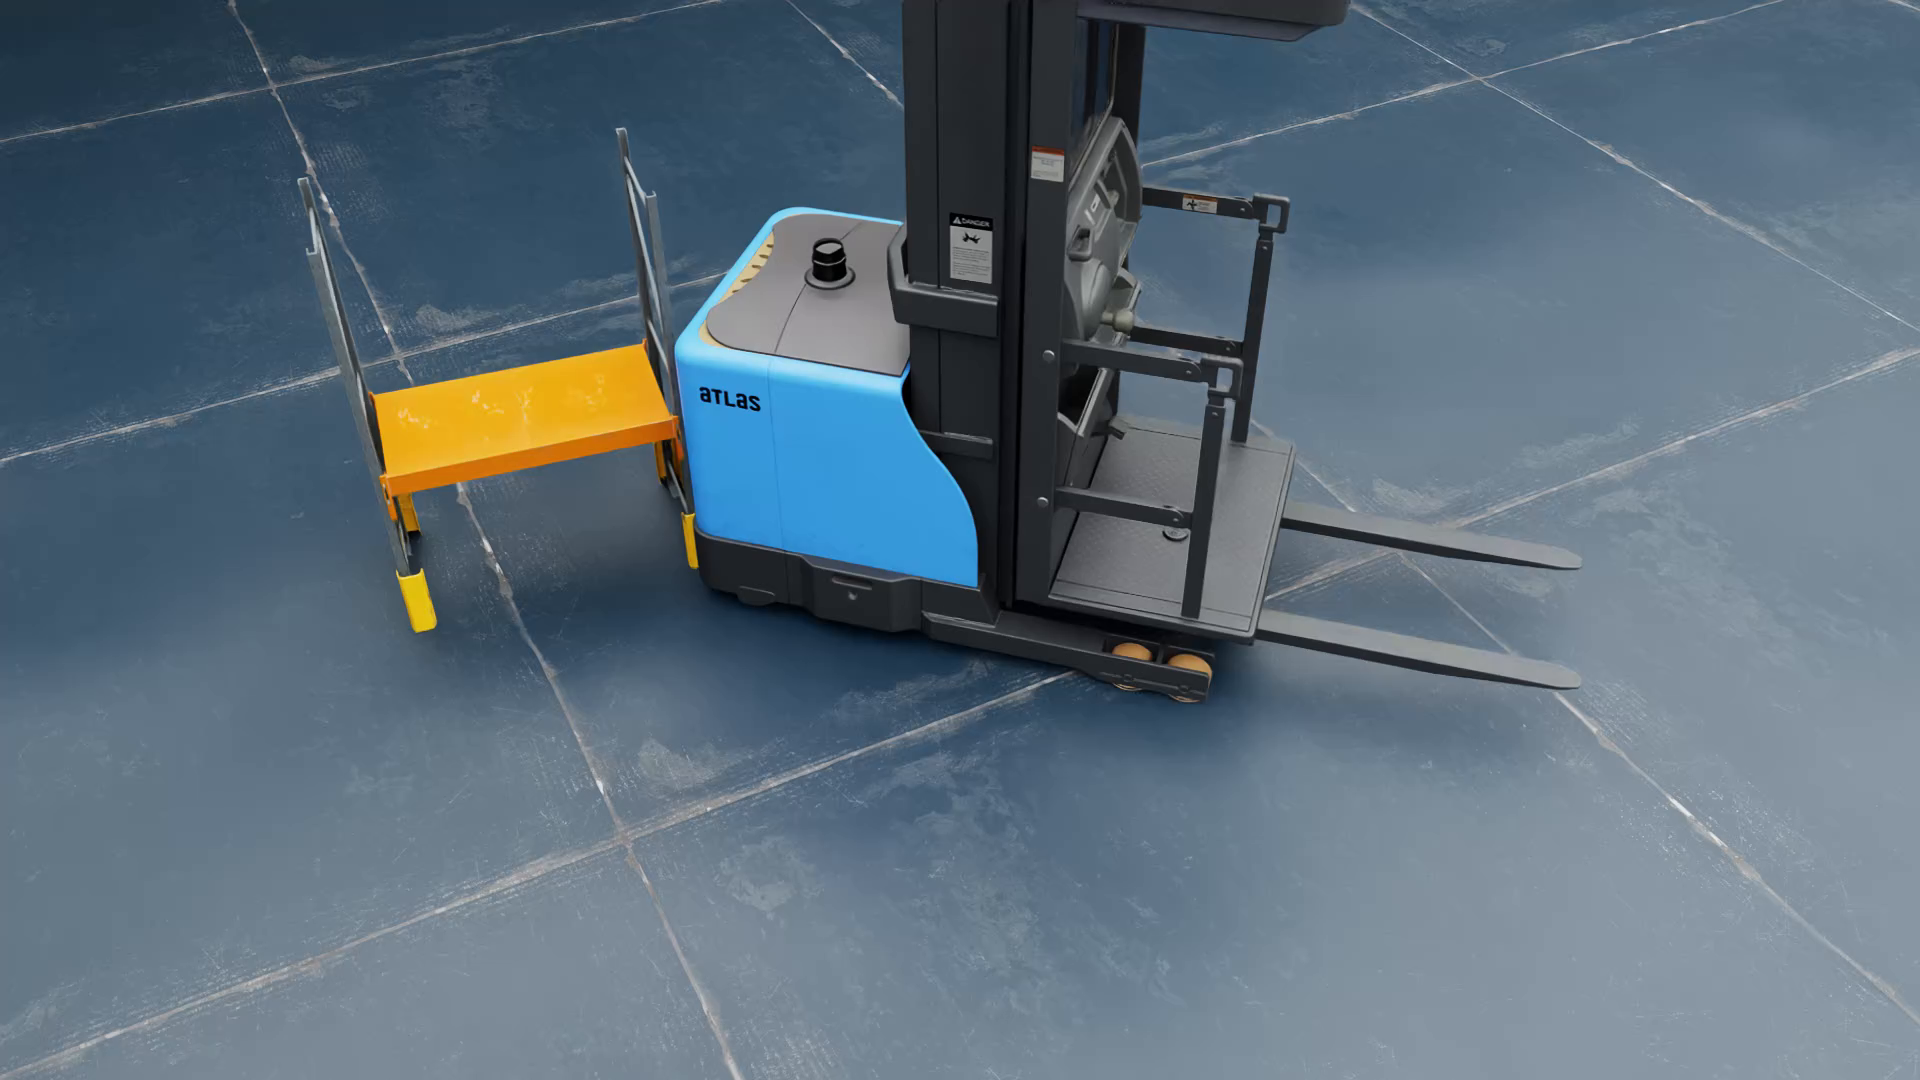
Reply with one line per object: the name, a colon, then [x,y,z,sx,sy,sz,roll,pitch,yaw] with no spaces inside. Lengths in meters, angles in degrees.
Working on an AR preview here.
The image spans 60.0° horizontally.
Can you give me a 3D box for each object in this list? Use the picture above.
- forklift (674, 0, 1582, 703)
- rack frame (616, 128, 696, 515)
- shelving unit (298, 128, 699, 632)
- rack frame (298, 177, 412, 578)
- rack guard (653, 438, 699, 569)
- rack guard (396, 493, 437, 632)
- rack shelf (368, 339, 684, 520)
forklift: [0.635,-0.956,5.110,3.031,2.935,1.130,11,41,12]
rack frame: [-1.050,-0.651,5.858,0.032,1.500,0.500,-13,42,-15]
shelving unit: [-1.519,-0.541,5.729,1.083,1.500,0.587,-13,42,-15]
rack frame: [-2.006,-0.427,5.594,0.032,1.500,0.500,-13,42,-15]
rack guard: [-1.051,-0.174,6.262,0.087,0.250,0.587,-13,42,-15]
rack guard: [-1.987,0.045,6.003,0.087,0.250,0.587,-13,42,-15]
rack shelf: [-1.528,-0.402,5.842,1.000,0.185,0.538,-13,42,-15]
